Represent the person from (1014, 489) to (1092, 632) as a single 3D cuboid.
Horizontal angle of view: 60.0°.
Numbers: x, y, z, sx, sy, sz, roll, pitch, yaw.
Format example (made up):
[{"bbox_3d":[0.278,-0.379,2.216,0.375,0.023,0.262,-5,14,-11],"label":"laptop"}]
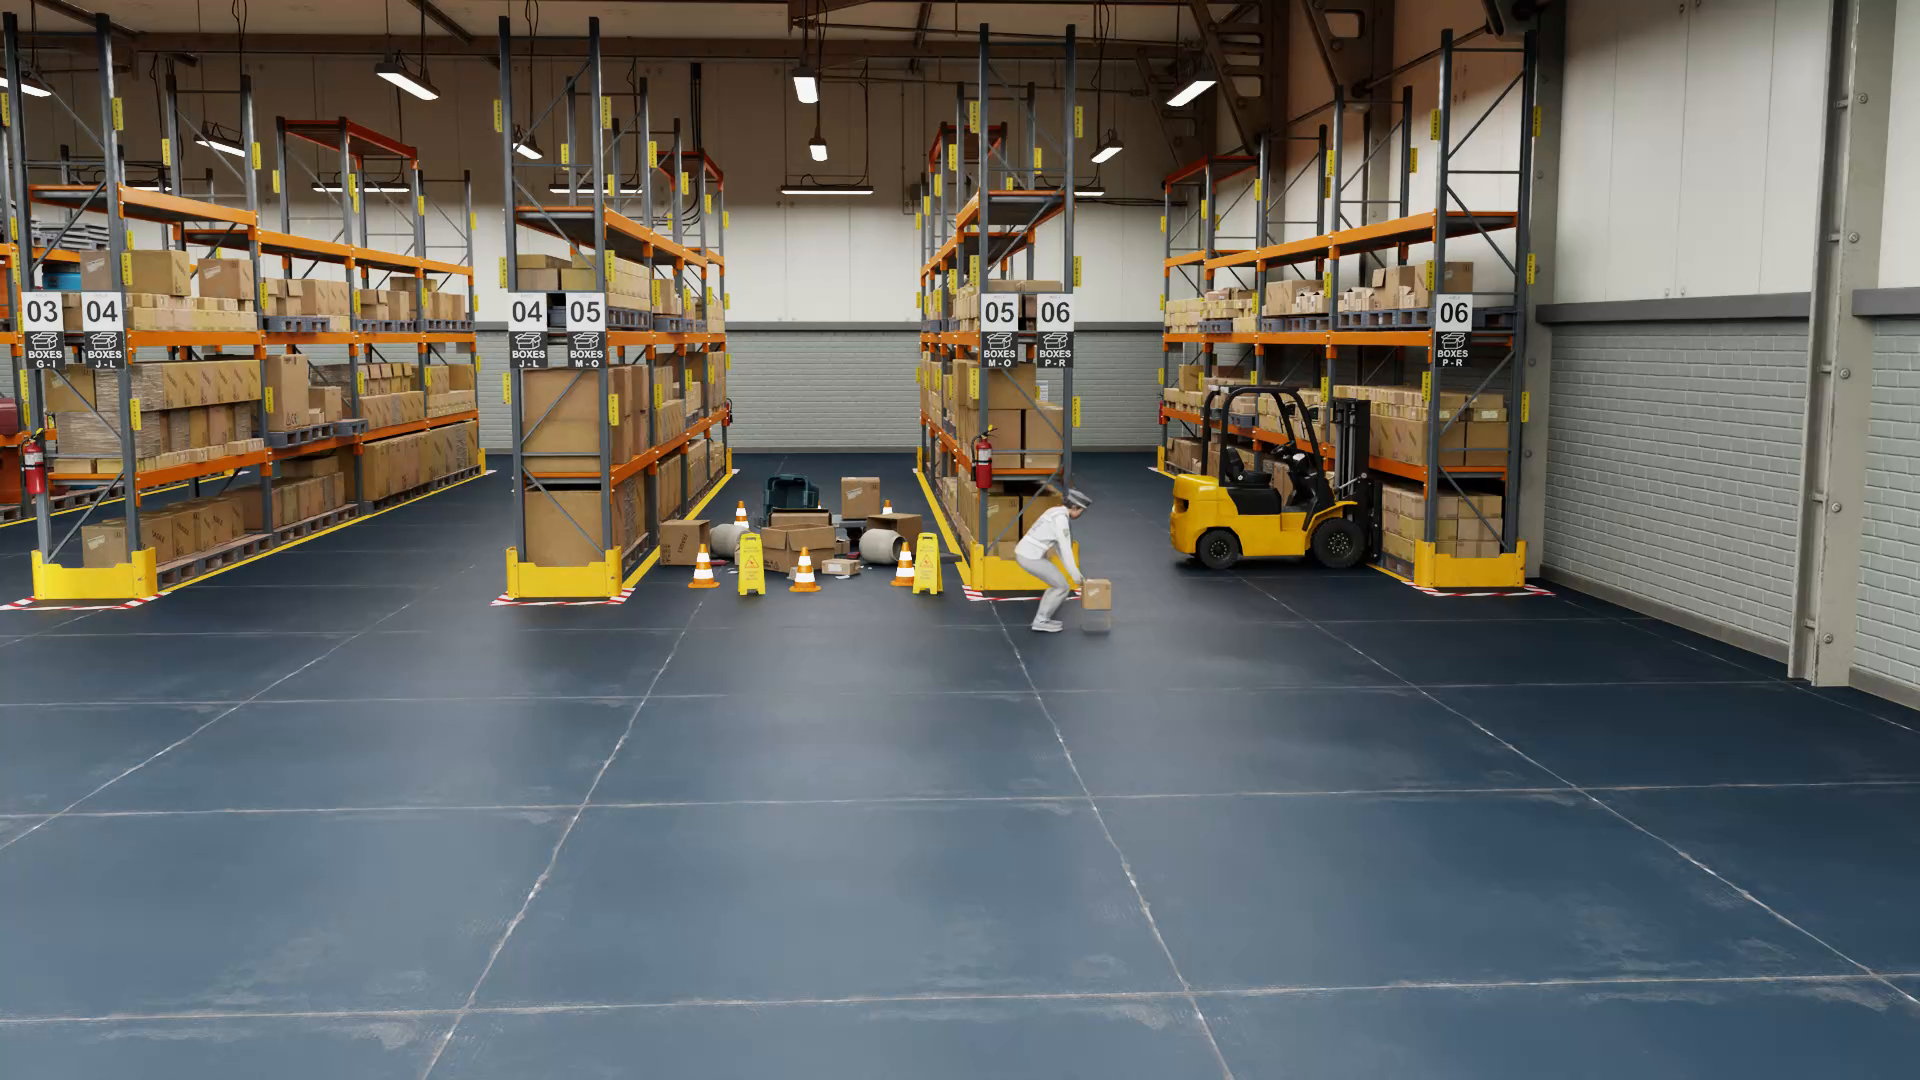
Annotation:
[{"bbox_3d":[0.879,0.186,15.676,0.736,1.322,0.534,0,7,-4],"label":"person"}]
